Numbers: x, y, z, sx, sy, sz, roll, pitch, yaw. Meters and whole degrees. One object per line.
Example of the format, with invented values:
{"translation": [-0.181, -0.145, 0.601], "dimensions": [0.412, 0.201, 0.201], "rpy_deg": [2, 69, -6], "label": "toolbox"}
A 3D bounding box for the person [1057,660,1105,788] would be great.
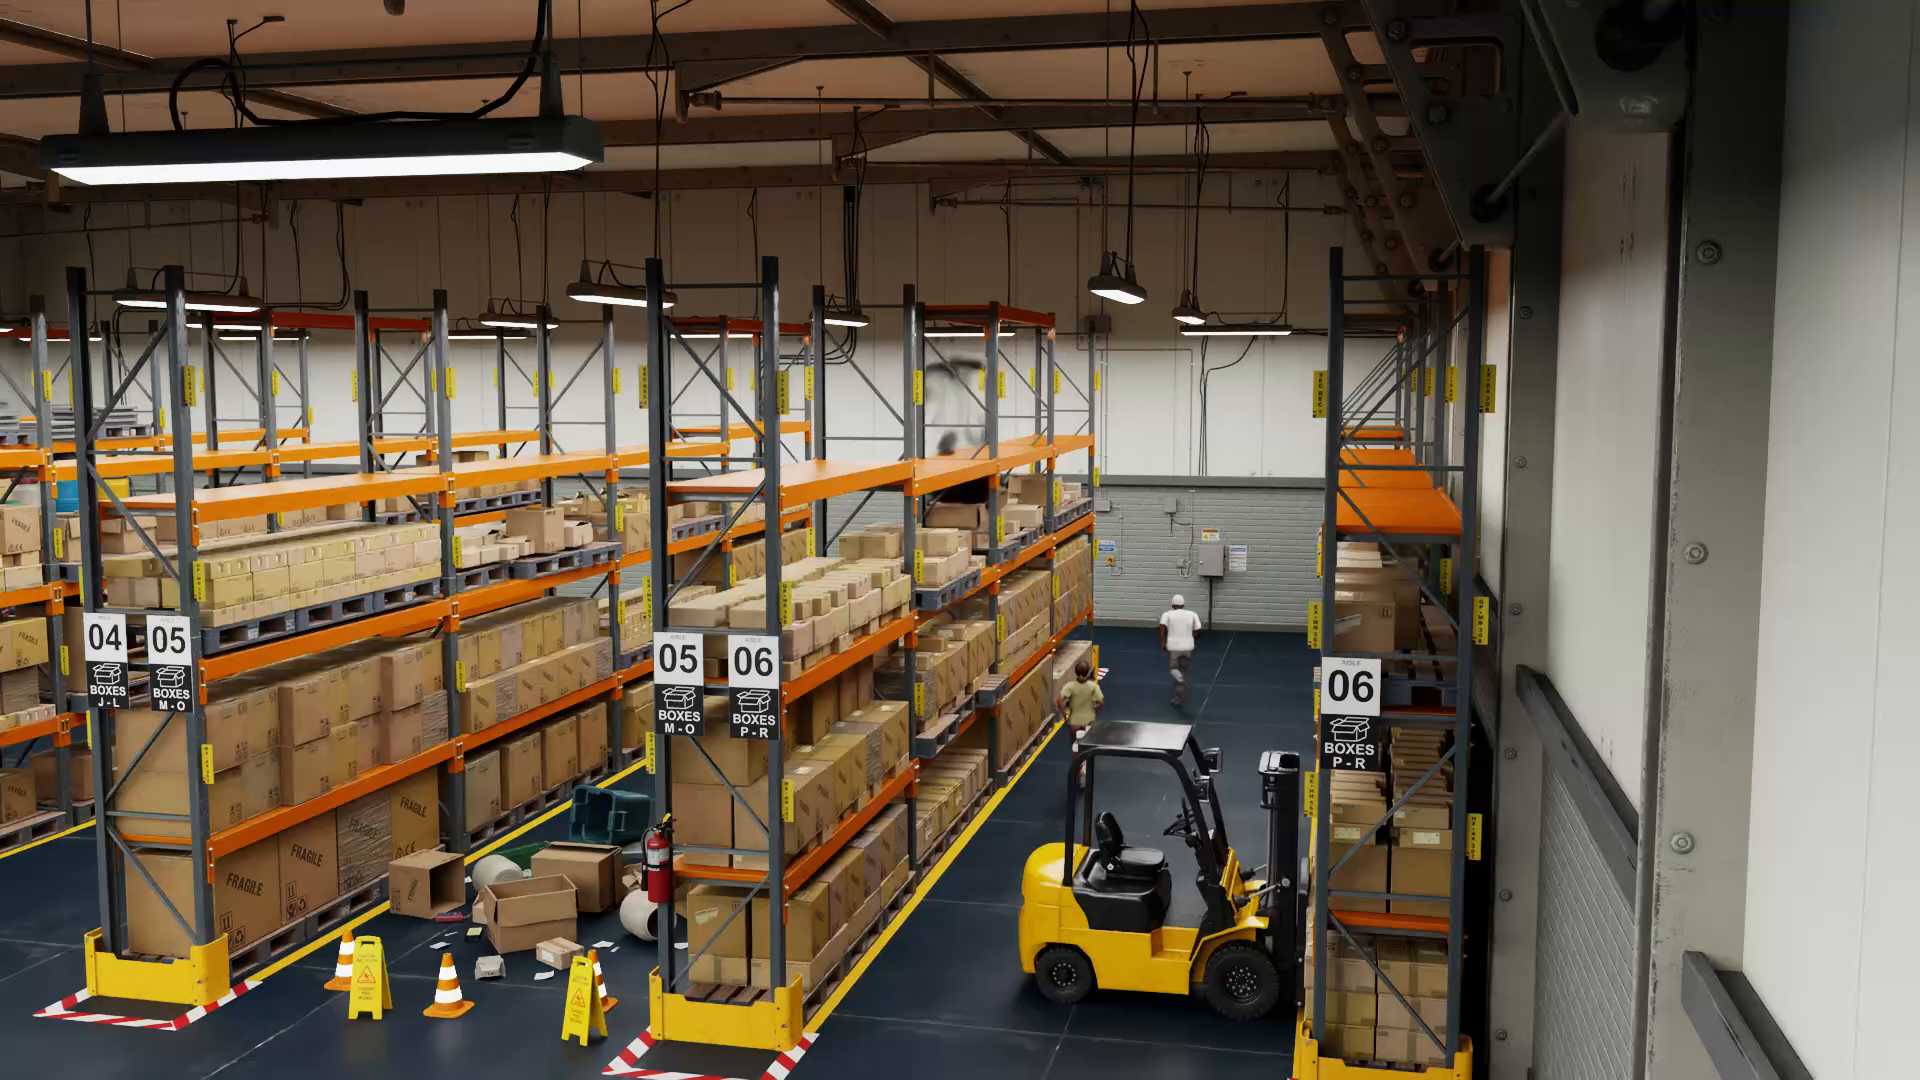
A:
{"translation": [1.486, 2.309, 20.407], "dimensions": [0.588, 1.670, 0.795], "rpy_deg": [1, 6, 6], "label": "person"}

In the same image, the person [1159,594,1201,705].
{"translation": [3.415, 1.717, 25.823], "dimensions": [0.686, 1.704, 0.753], "rpy_deg": [0, 6, -1], "label": "person"}
